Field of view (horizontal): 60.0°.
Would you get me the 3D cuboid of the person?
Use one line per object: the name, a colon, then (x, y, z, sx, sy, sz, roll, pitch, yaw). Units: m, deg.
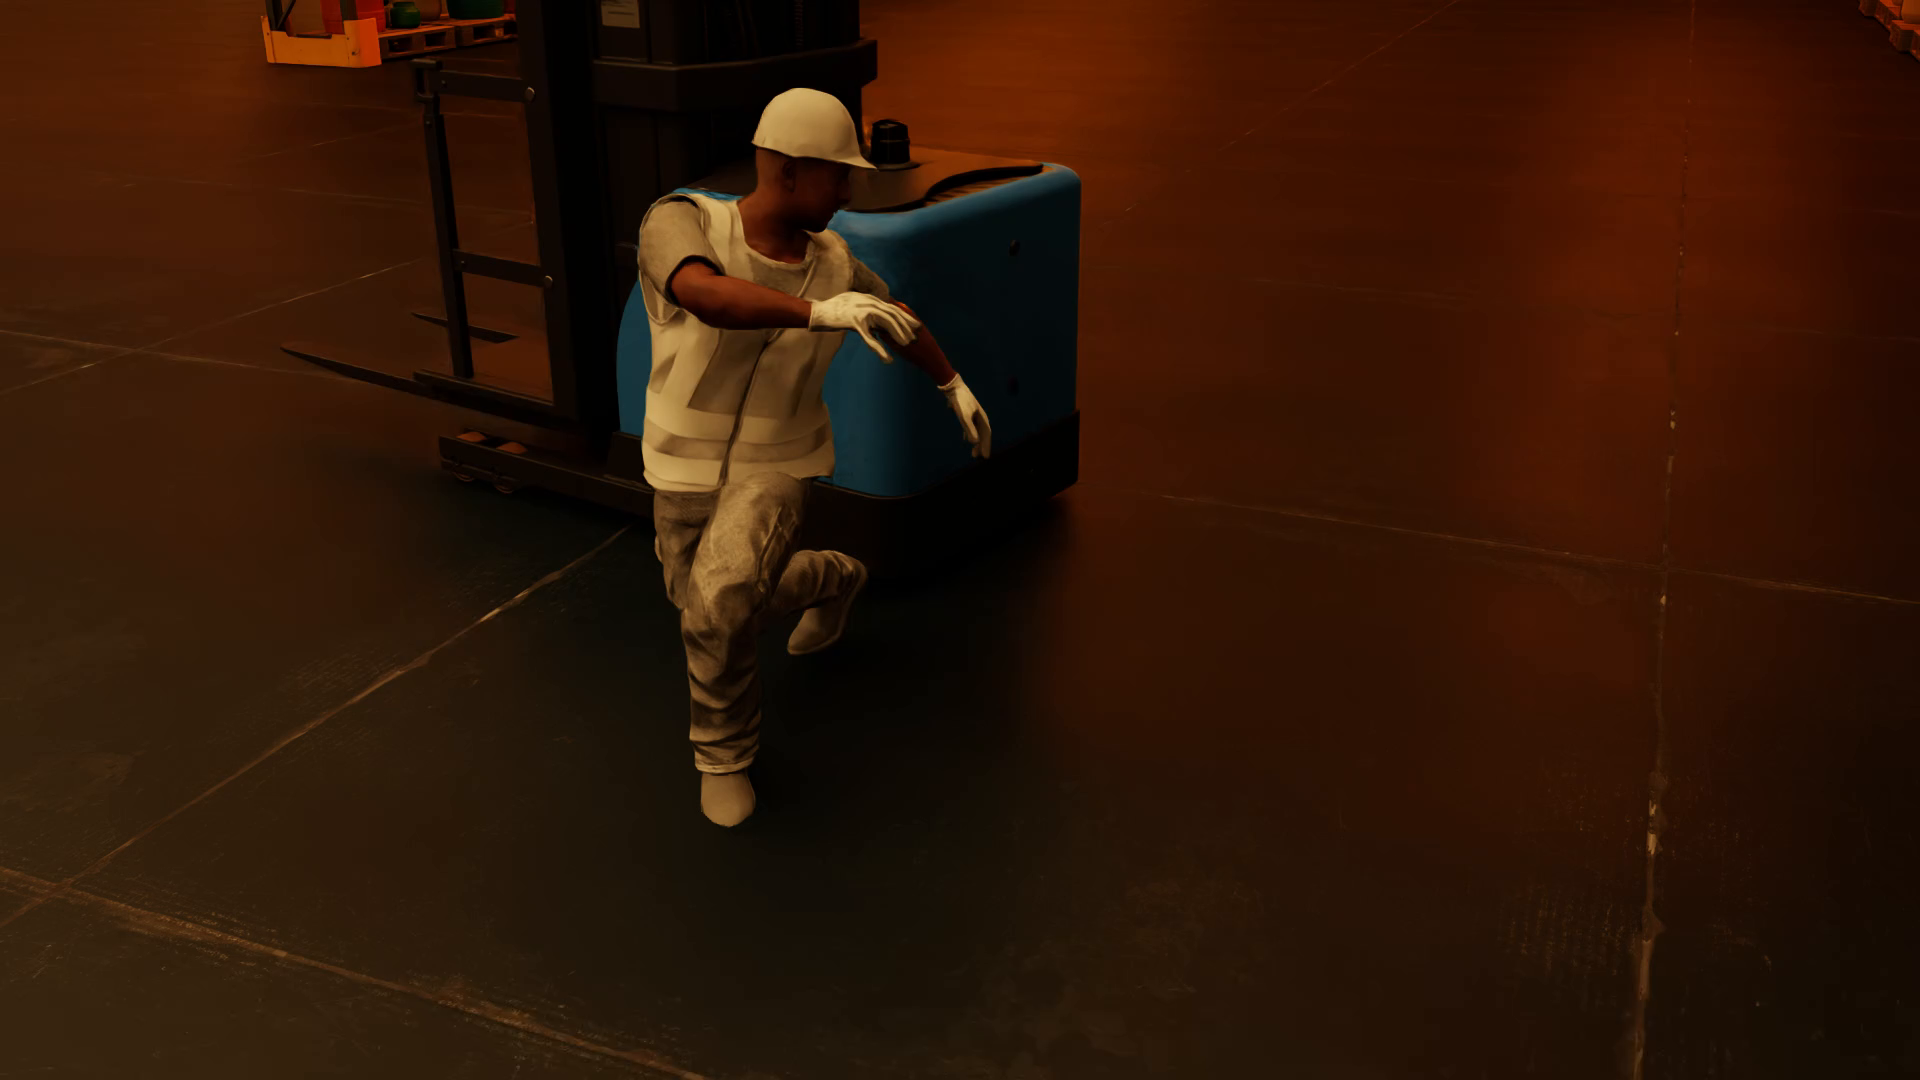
person: (-0.329, -0.223, 3.741, 0.761, 1.544, 0.961, 2, 23, 4)

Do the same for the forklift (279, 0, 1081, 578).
forklift: (-1.126, -1.657, 5.256, 3.031, 2.935, 1.130, 15, 27, 31)
